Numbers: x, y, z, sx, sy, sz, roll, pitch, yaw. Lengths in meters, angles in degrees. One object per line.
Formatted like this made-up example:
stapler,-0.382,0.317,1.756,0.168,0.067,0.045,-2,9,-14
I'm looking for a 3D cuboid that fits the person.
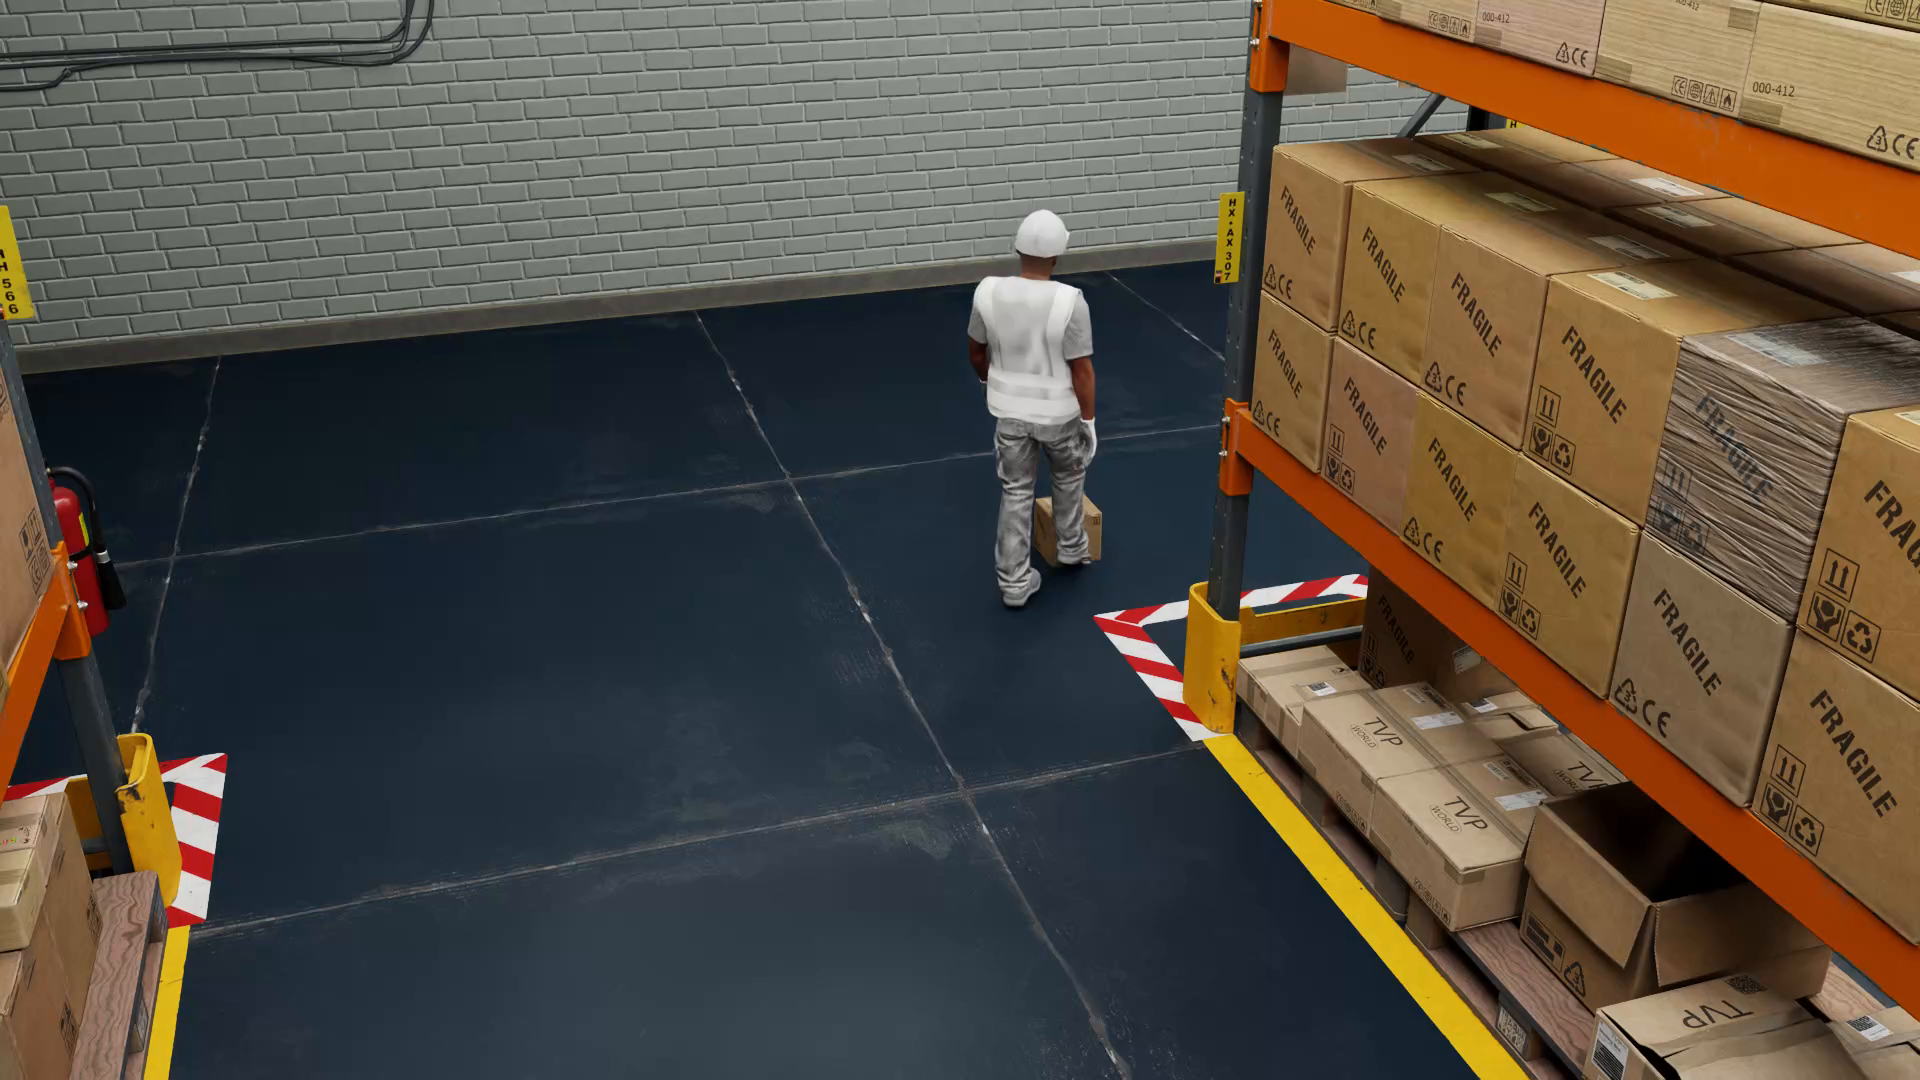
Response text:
person,0.371,-0.634,7.365,0.621,1.773,0.737,8,27,15
